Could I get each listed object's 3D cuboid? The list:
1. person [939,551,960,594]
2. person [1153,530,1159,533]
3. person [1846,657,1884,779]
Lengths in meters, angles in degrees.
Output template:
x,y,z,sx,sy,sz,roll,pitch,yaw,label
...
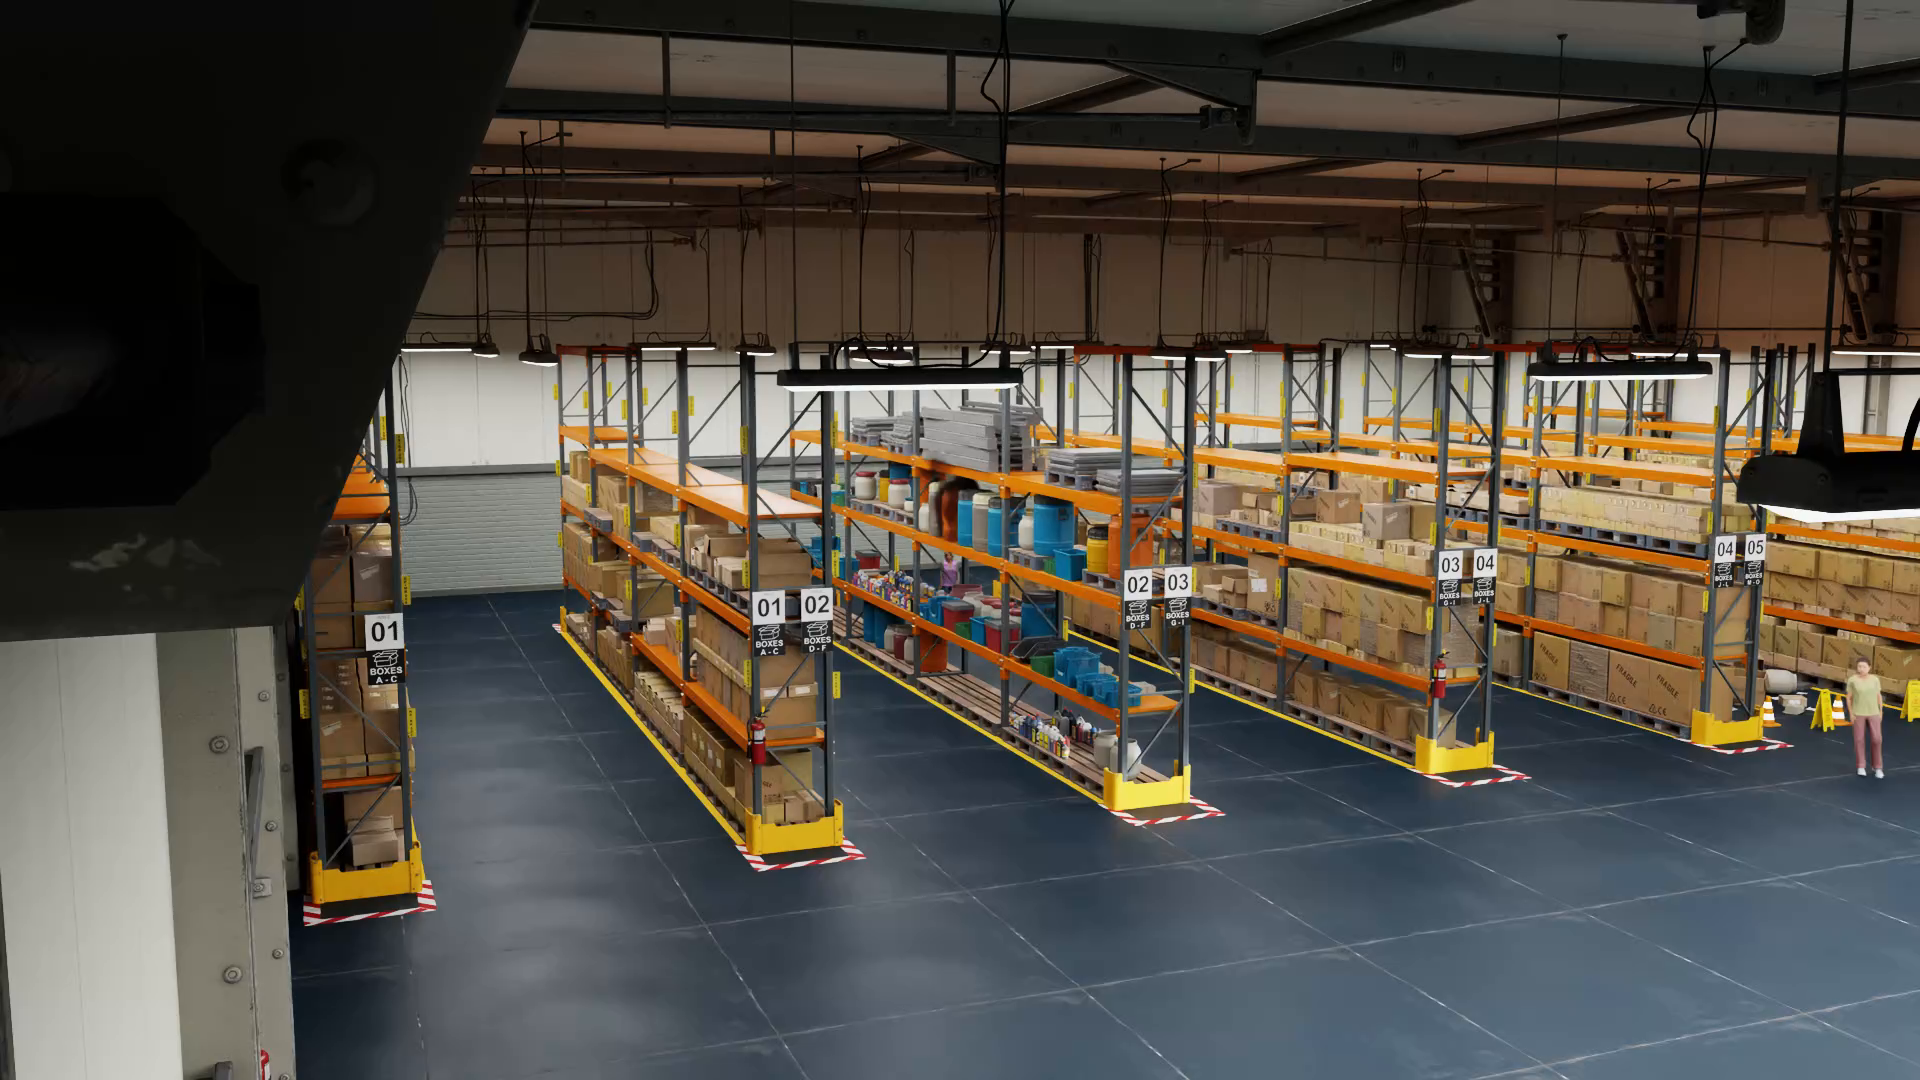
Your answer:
x,y,z,sx,sy,sz,roll,pitch,yaw,label
-0.234,0.986,35.915,0.435,1.558,0.703,-4,8,-27,person
4.625,0.553,39.317,0.479,1.577,1.045,-1,7,-11,person
12.883,2.526,23.656,0.541,1.691,0.392,3,8,20,person
